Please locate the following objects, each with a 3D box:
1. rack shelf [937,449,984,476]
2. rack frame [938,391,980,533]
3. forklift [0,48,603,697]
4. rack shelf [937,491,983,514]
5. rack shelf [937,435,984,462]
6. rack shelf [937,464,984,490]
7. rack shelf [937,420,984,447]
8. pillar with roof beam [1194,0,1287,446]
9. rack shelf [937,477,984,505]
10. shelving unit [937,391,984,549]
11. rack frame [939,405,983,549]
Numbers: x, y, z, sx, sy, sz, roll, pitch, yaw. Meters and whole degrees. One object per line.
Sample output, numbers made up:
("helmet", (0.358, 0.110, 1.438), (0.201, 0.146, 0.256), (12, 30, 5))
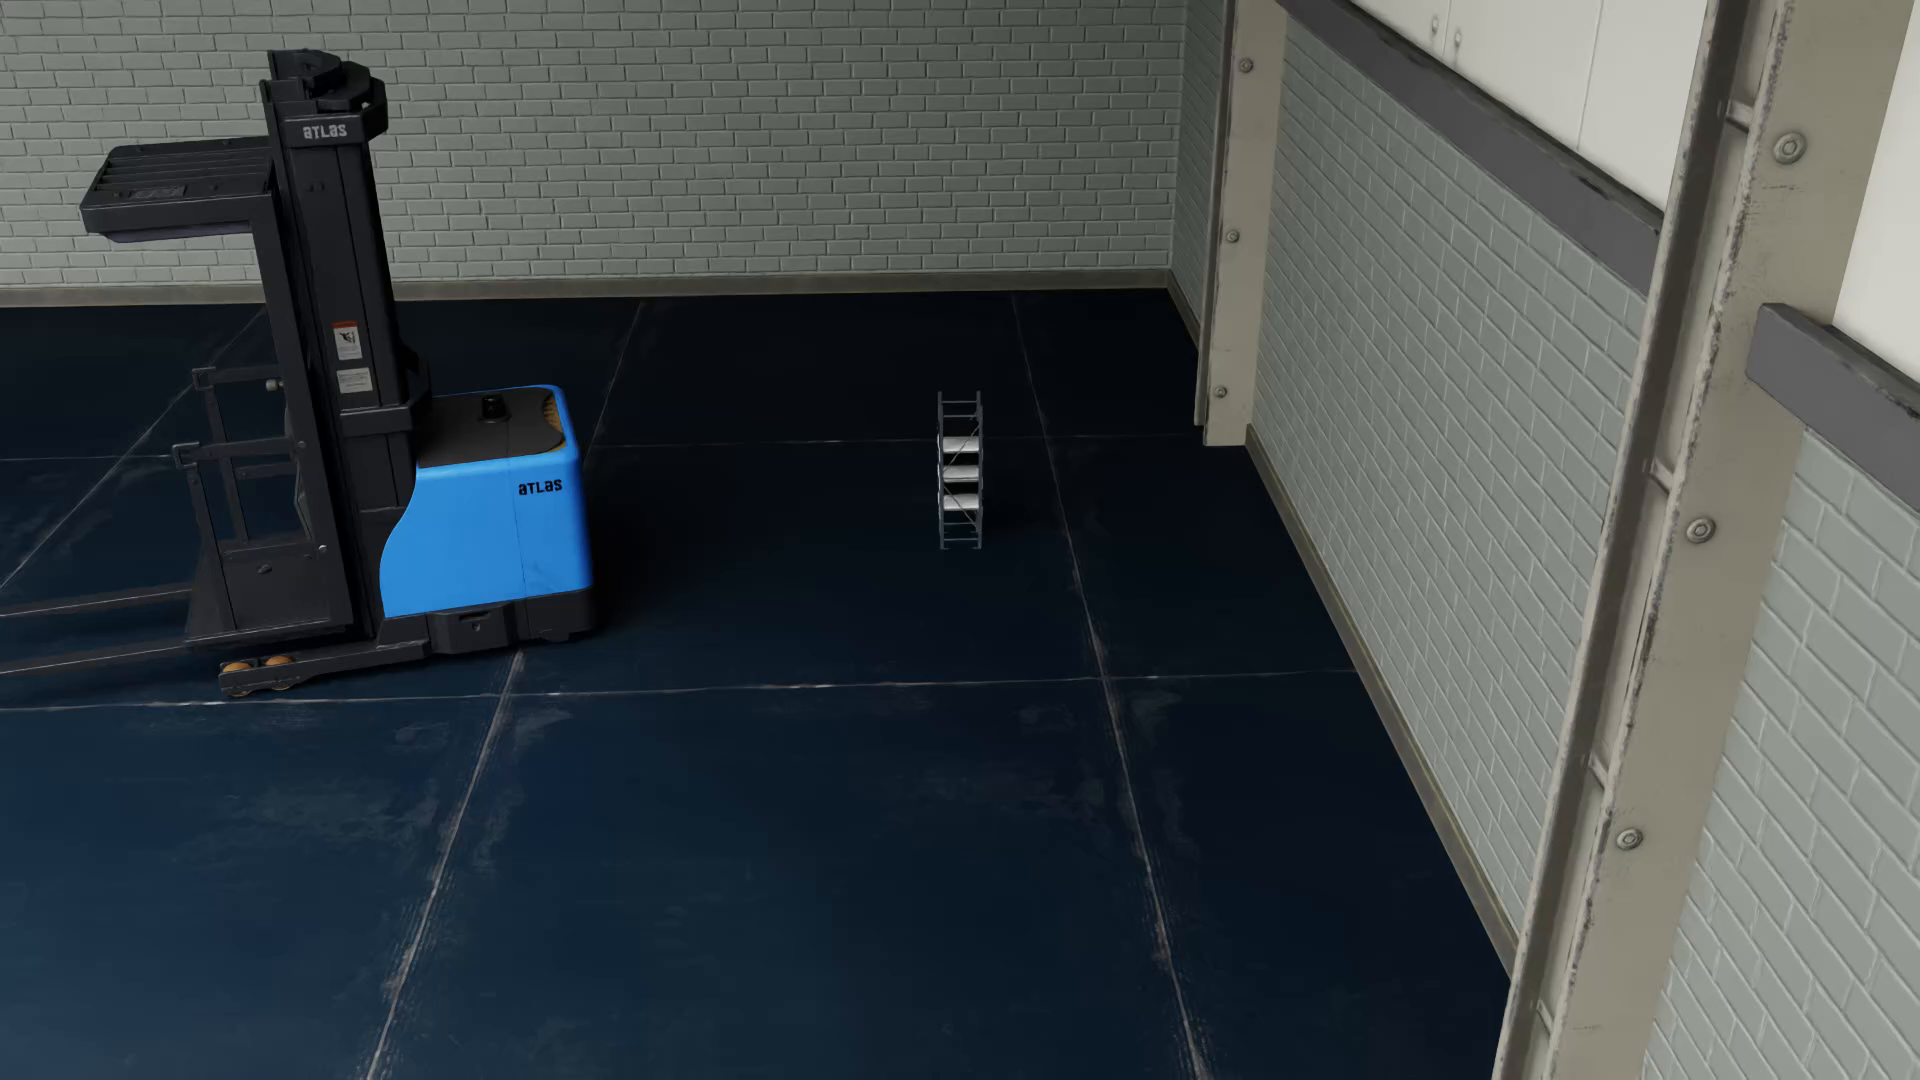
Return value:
("rack shelf", (0.000, -0.445, 9.509), (0.258, 0.077, 0.200), (-1, 28, -3))
("rack frame", (-0.005, -0.442, 9.625), (0.240, 0.900, 0.006), (-1, 28, -3))
("forklift", (-3.463, -0.796, 8.106), (3.031, 2.935, 1.130), (-8, 29, -15))
("rack shelf", (0.000, -0.206, 9.633), (0.258, 0.077, 0.200), (-1, 28, -3))
("rack shelf", (0.000, -0.525, 9.467), (0.258, 0.077, 0.200), (-1, 28, -3))
("rack shelf", (0.000, -0.366, 9.550), (0.258, 0.077, 0.200), (-1, 28, -3))
("rack shelf", (0.000, -0.605, 9.425), (0.258, 0.077, 0.200), (-1, 28, -3))
("pillar with roof beam", (-2.550, -4.600, 8.838), (9.100, 9.000, 0.400), (-1, 28, -3))
("rack shelf", (0.000, -0.286, 9.592), (0.258, 0.077, 0.200), (-1, 28, -3))
("shelving unit", (0.000, -0.395, 9.535), (0.258, 0.900, 0.210), (-1, 28, -3))
("rack frame", (0.006, -0.348, 9.445), (0.240, 0.900, 0.006), (-1, 28, -3))
